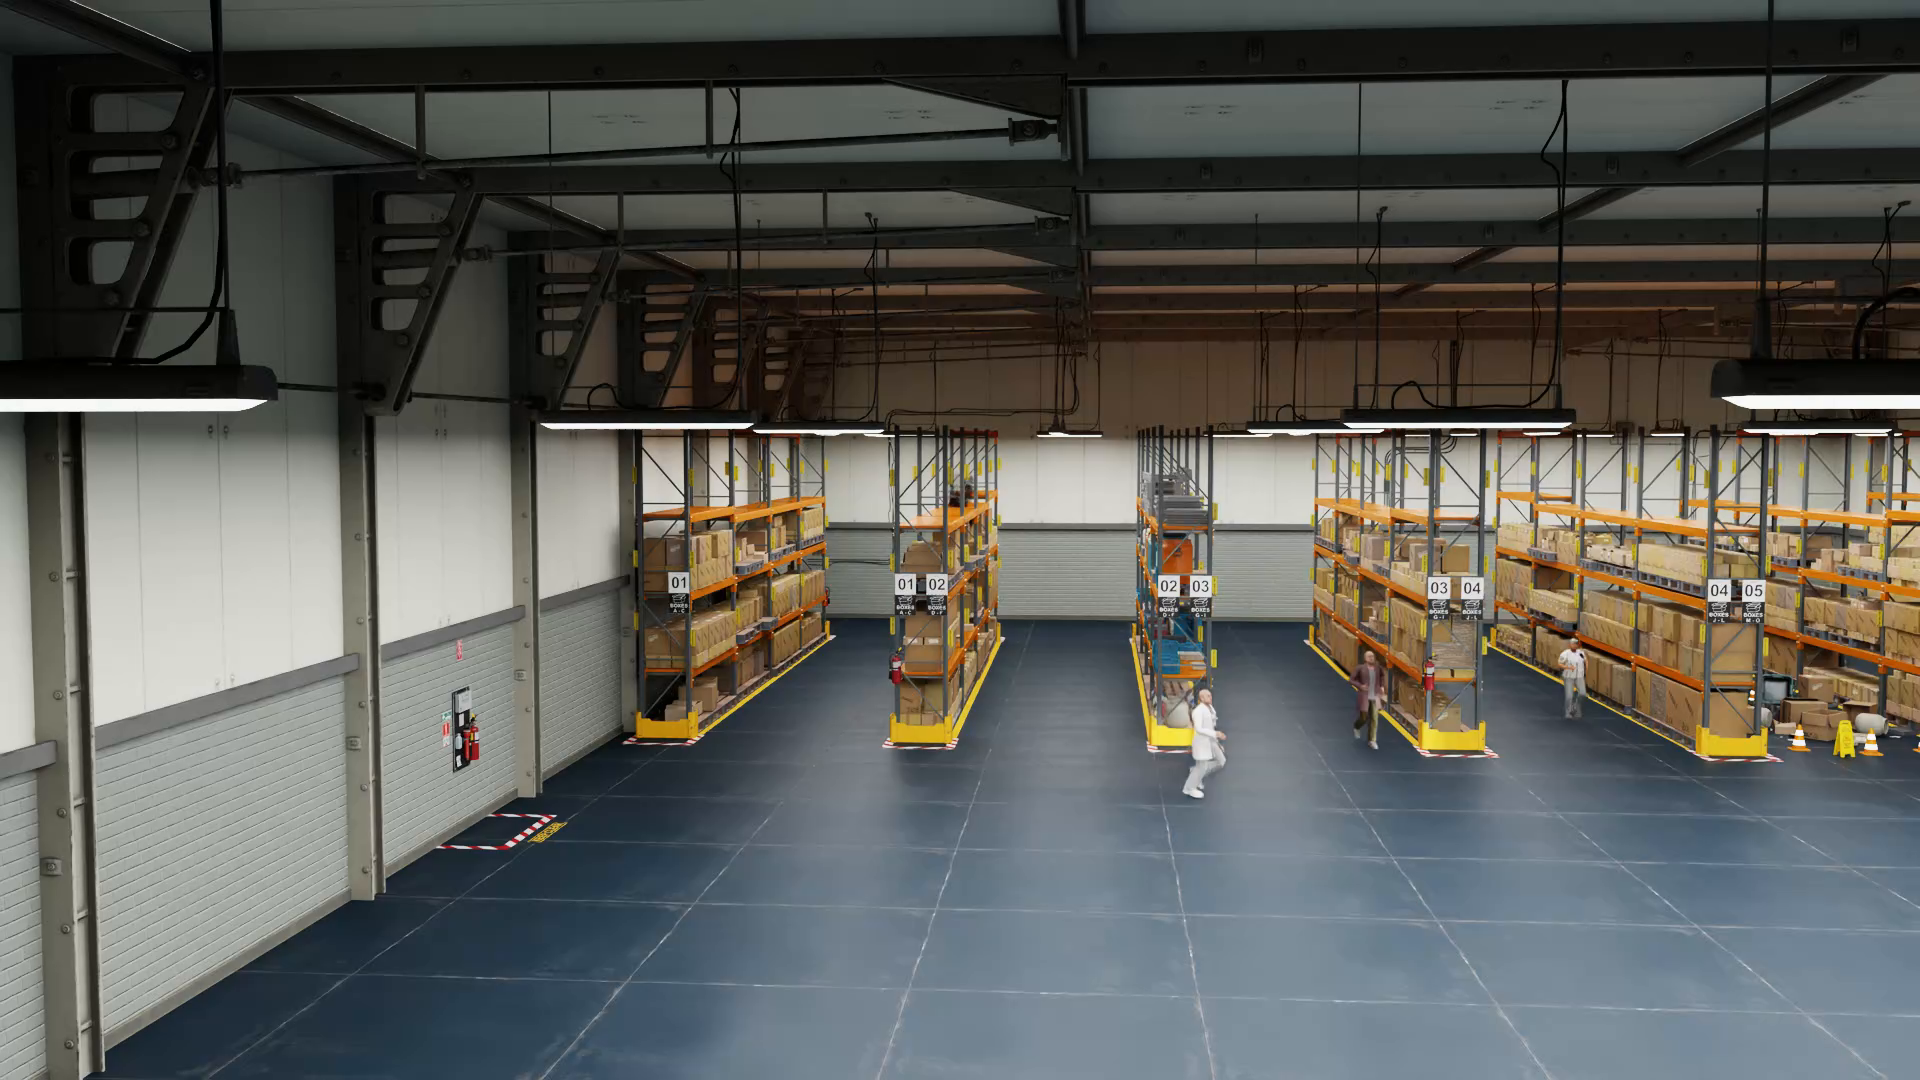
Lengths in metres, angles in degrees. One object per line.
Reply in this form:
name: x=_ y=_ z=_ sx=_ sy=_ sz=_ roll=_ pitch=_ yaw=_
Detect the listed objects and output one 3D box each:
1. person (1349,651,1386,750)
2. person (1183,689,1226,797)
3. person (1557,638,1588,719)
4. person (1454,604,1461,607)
person: x=7.647 y=2.962 z=31.113 sx=0.754 sy=1.774 sz=1.030 roll=0 pitch=3 yaw=-7
person: x=3.955 y=3.252 z=26.664 sx=0.766 sy=1.738 sz=0.741 roll=2 pitch=4 yaw=35
person: x=12.598 y=2.843 z=34.128 sx=0.667 sy=1.662 sz=0.604 roll=0 pitch=3 yaw=2
person: x=14.109 y=2.040 z=47.166 sx=0.660 sy=1.712 sz=0.871 roll=-3 pitch=4 yaw=-40
